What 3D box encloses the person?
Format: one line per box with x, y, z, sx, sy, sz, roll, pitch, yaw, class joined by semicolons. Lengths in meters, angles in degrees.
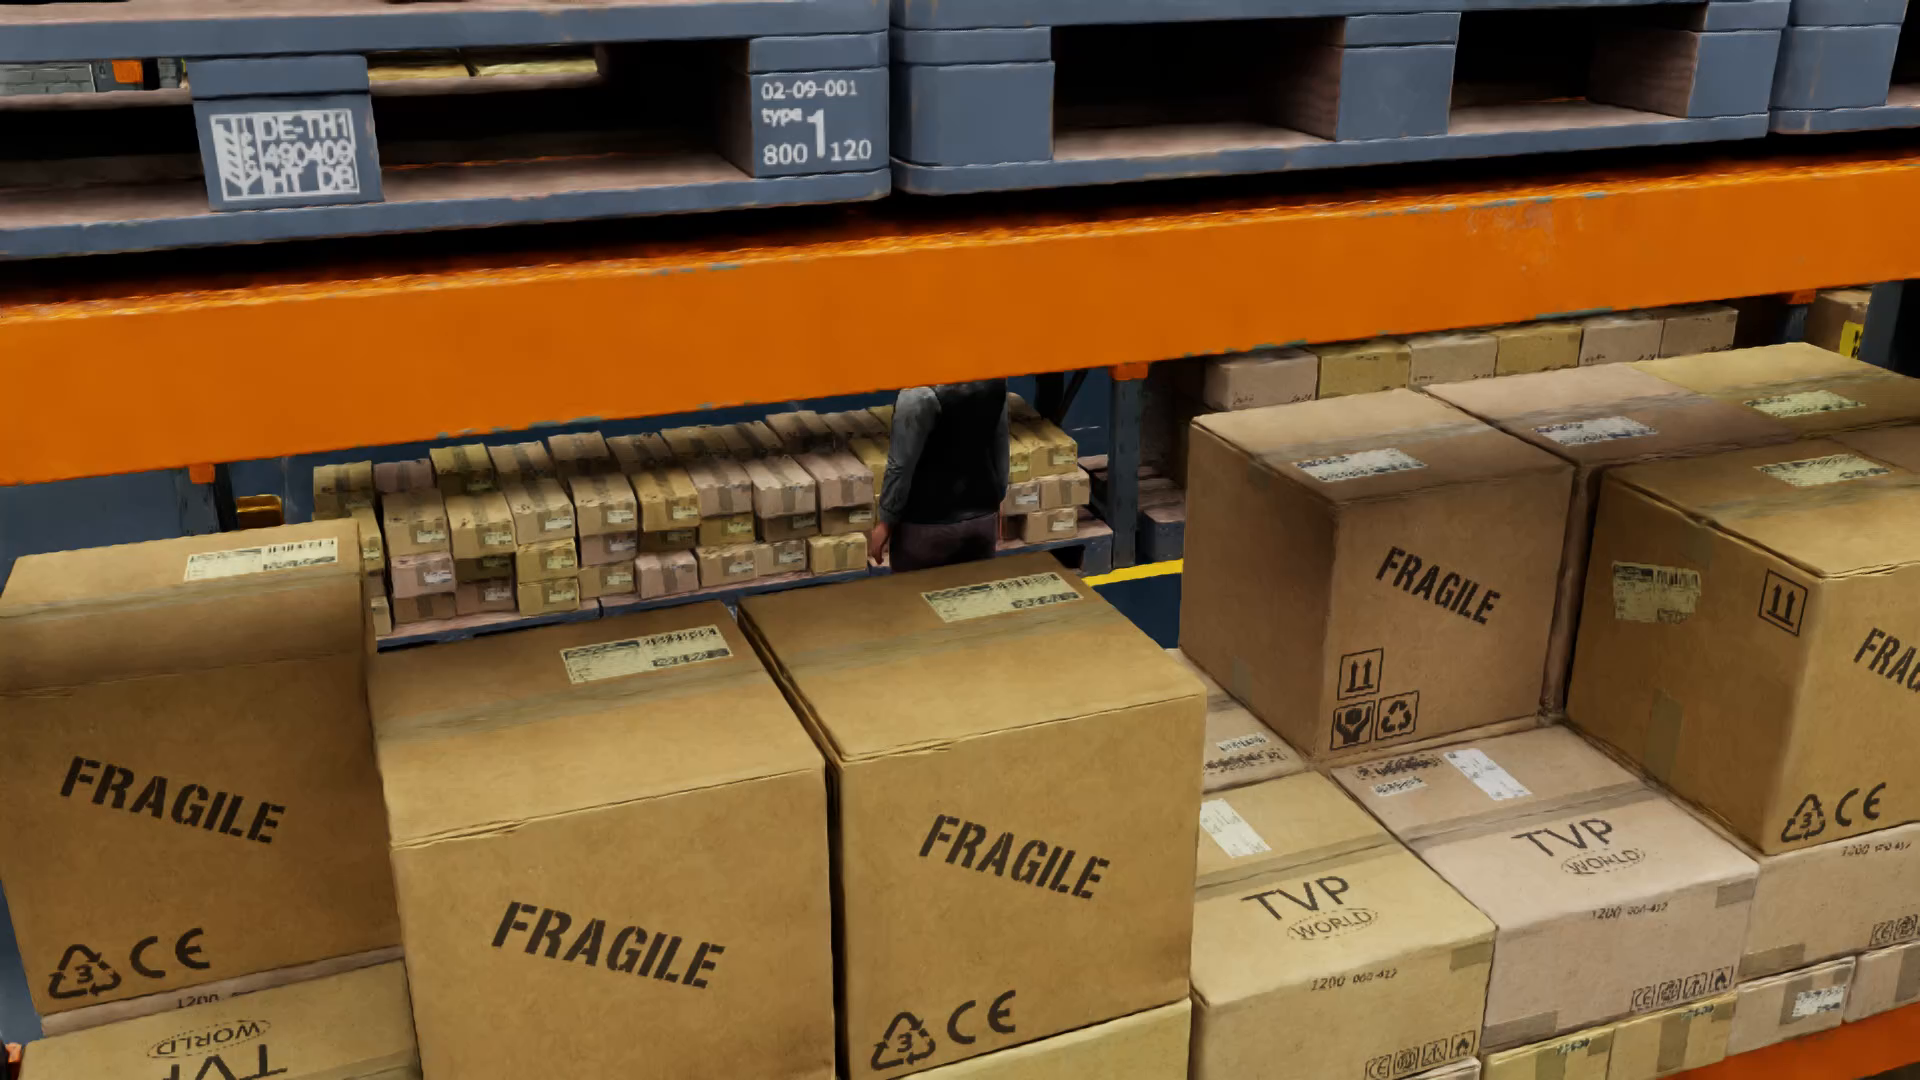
-0.084;-0.084;6.255;0.588;1.730;0.470;-19;29;-39;person
